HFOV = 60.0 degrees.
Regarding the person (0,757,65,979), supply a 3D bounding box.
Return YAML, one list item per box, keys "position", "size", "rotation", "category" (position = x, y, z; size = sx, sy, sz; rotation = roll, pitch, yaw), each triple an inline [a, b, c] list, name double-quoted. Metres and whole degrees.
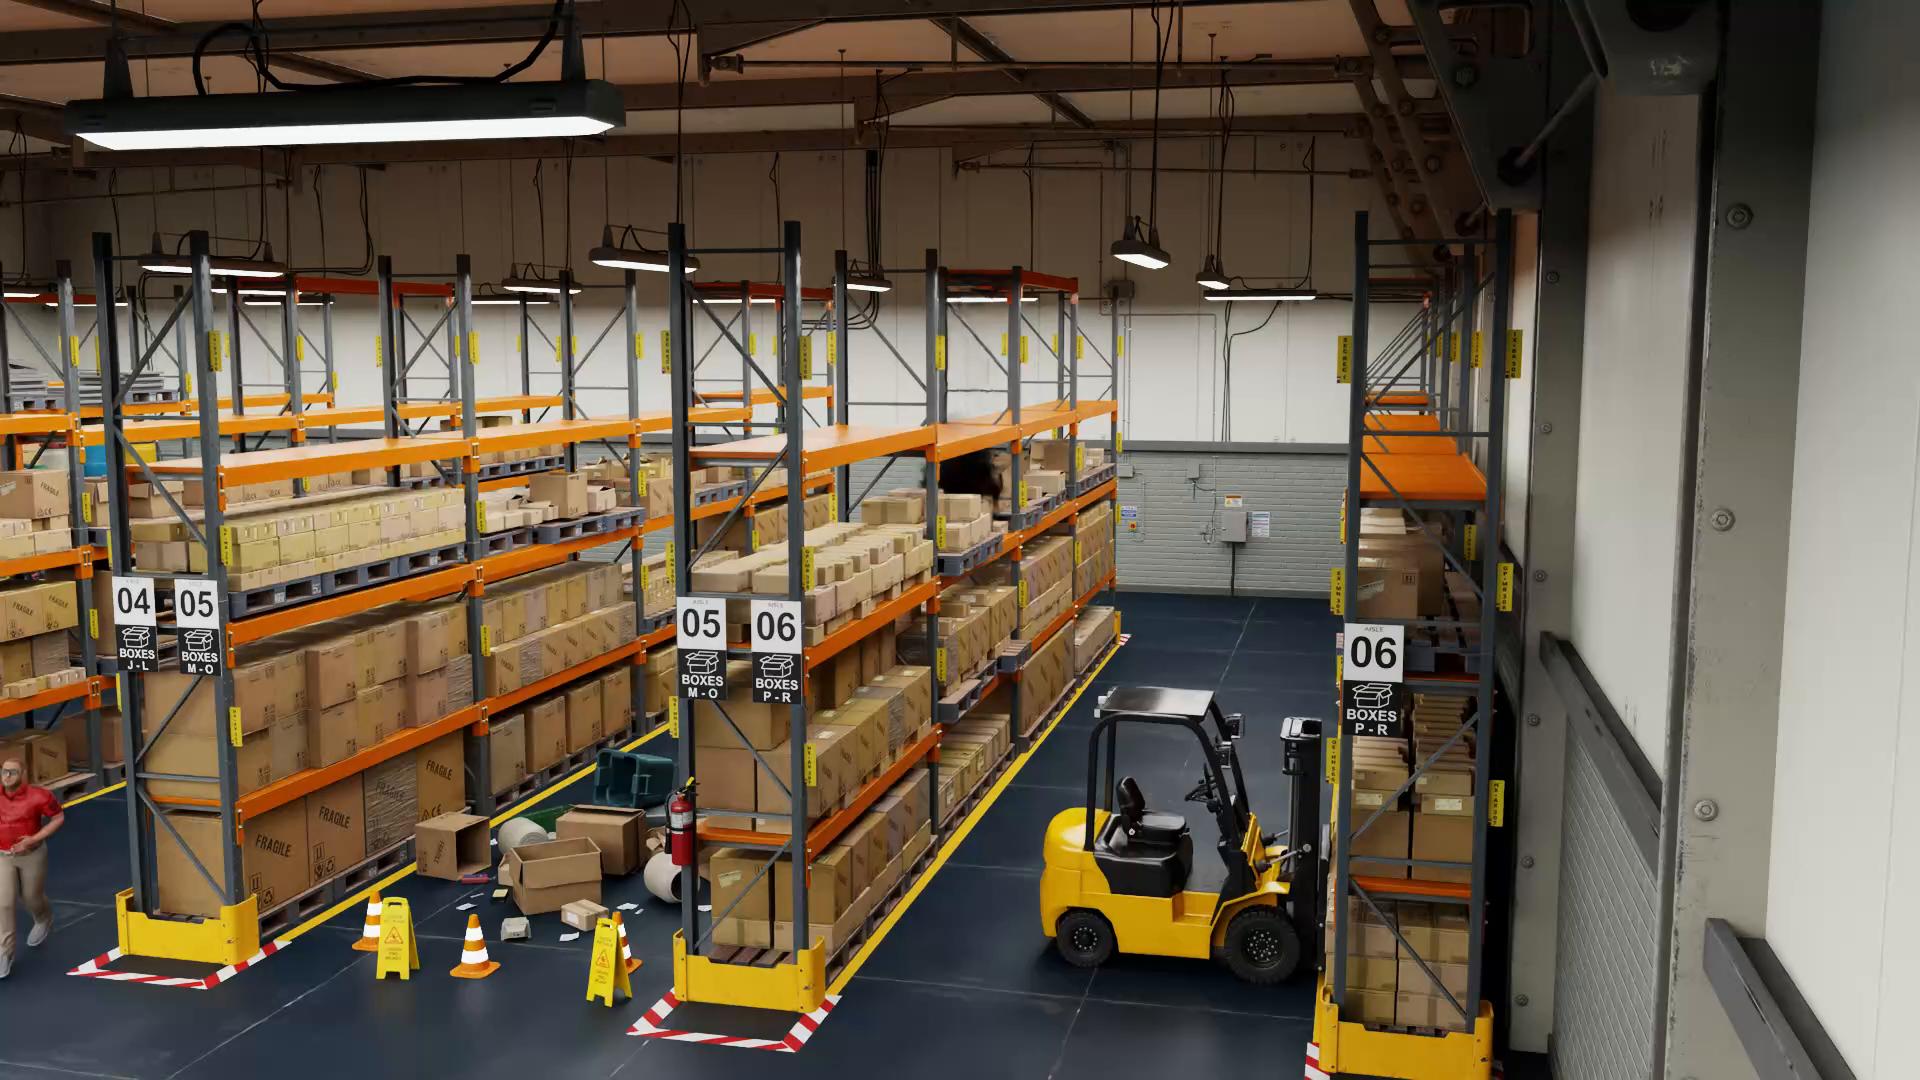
- position: [-7.713, 2.619, 13.720]
  size: [0.654, 1.717, 0.901]
  rotation: [-1, 7, -11]
  category: "person"
